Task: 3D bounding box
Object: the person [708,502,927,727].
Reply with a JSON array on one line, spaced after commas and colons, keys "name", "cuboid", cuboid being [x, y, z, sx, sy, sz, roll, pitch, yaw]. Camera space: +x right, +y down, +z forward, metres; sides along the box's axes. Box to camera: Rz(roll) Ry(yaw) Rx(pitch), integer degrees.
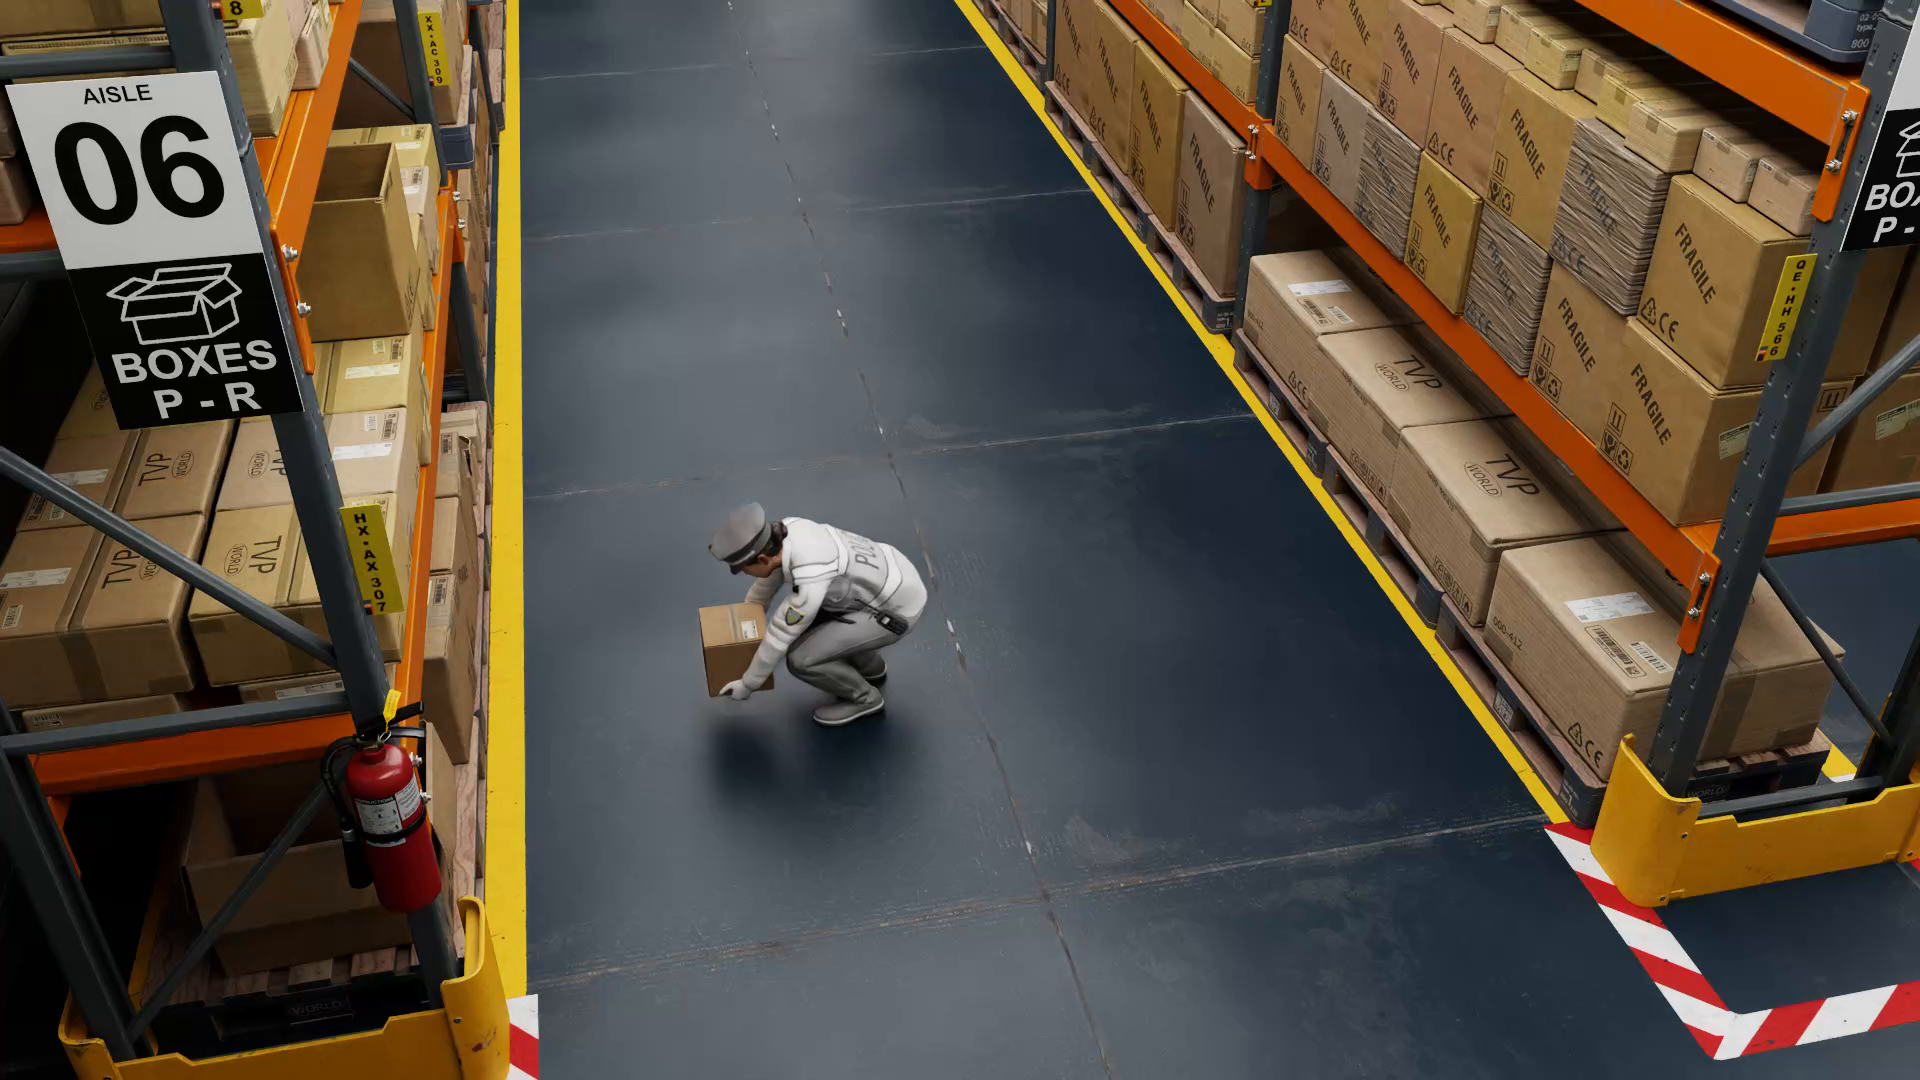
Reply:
[{"name": "person", "cuboid": [-0.543, 0.253, 6.389, 0.836, 0.985, 0.465, -8, 35, -11]}]
